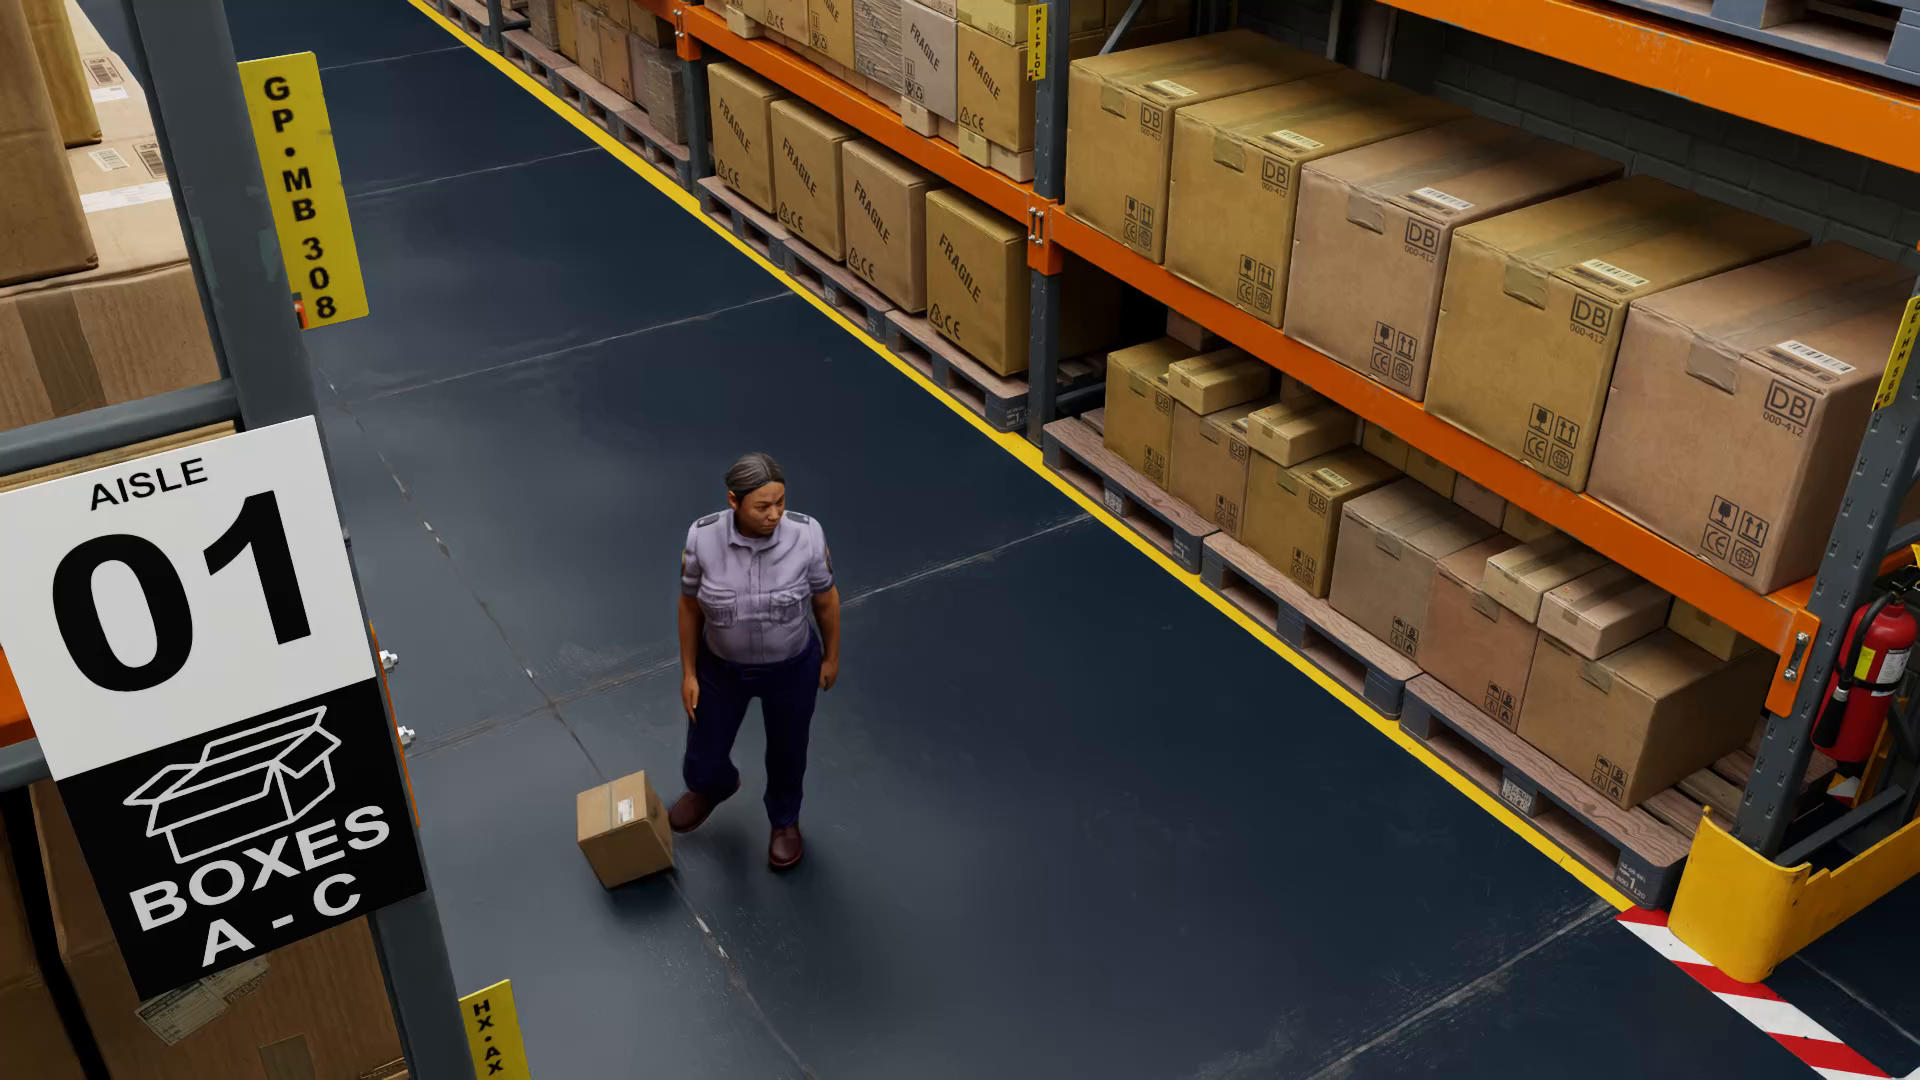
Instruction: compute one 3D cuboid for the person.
[{"bbox_3d":[-0.715,0.402,5.497,0.650,1.641,0.449,-2,33,-3],"label":"person"}]
